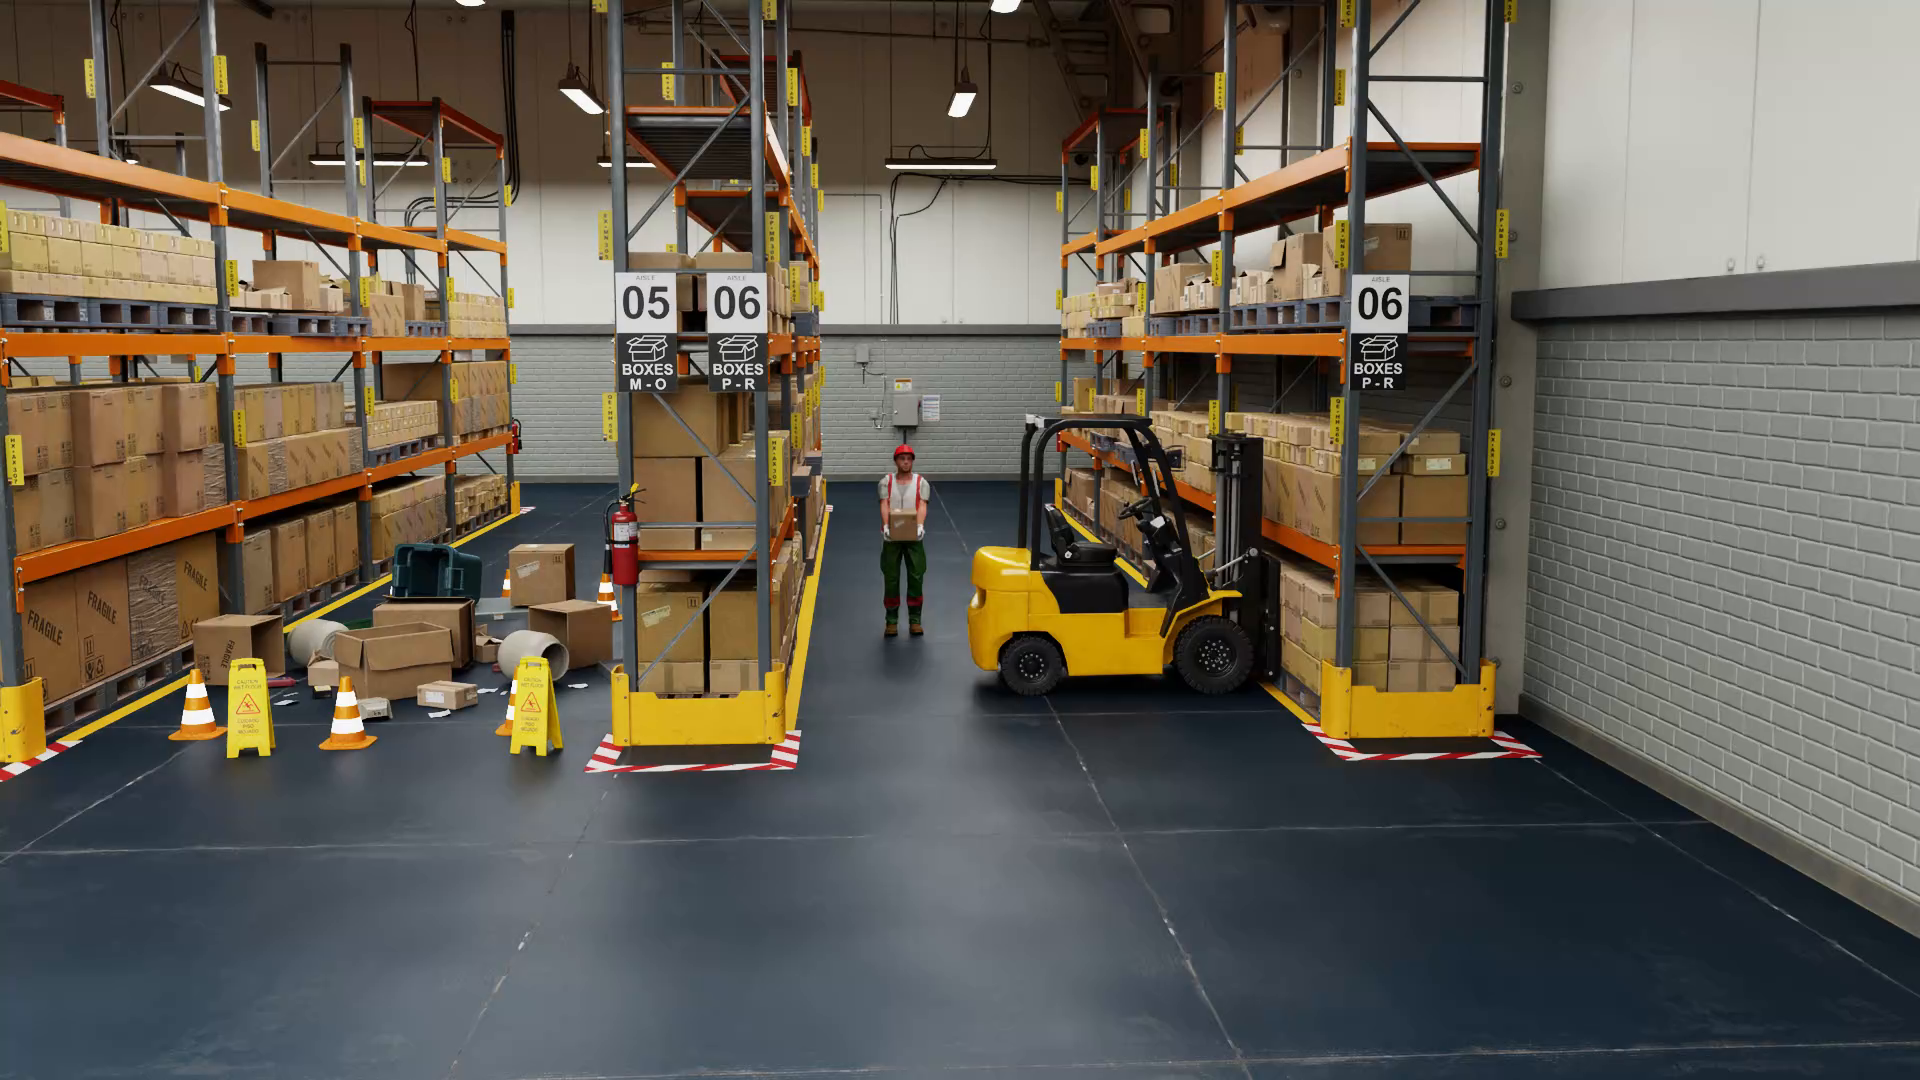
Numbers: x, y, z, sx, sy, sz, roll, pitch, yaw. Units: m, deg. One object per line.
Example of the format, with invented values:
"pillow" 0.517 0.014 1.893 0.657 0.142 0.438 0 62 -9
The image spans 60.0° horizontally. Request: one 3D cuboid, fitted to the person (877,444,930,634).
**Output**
"person" -0.524 0.002 15.637 0.497 1.785 0.561 0 7 -4
